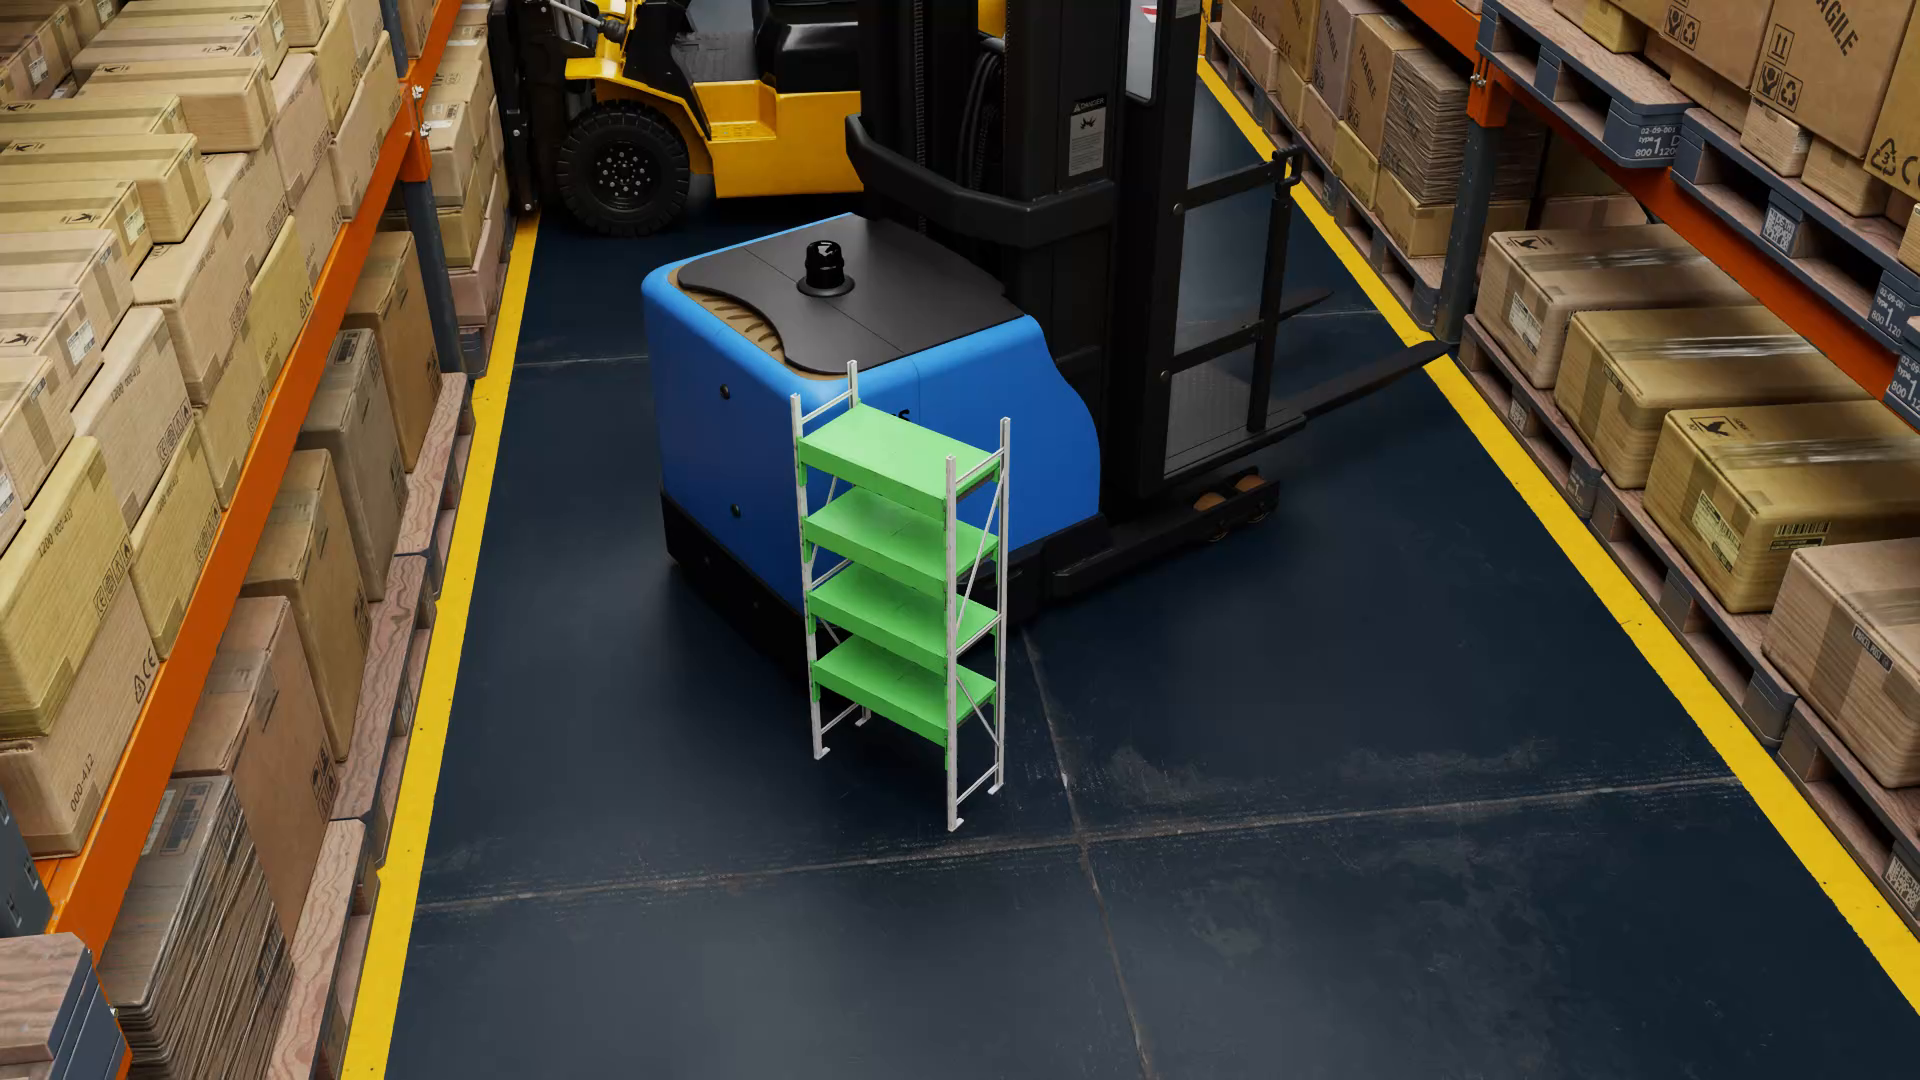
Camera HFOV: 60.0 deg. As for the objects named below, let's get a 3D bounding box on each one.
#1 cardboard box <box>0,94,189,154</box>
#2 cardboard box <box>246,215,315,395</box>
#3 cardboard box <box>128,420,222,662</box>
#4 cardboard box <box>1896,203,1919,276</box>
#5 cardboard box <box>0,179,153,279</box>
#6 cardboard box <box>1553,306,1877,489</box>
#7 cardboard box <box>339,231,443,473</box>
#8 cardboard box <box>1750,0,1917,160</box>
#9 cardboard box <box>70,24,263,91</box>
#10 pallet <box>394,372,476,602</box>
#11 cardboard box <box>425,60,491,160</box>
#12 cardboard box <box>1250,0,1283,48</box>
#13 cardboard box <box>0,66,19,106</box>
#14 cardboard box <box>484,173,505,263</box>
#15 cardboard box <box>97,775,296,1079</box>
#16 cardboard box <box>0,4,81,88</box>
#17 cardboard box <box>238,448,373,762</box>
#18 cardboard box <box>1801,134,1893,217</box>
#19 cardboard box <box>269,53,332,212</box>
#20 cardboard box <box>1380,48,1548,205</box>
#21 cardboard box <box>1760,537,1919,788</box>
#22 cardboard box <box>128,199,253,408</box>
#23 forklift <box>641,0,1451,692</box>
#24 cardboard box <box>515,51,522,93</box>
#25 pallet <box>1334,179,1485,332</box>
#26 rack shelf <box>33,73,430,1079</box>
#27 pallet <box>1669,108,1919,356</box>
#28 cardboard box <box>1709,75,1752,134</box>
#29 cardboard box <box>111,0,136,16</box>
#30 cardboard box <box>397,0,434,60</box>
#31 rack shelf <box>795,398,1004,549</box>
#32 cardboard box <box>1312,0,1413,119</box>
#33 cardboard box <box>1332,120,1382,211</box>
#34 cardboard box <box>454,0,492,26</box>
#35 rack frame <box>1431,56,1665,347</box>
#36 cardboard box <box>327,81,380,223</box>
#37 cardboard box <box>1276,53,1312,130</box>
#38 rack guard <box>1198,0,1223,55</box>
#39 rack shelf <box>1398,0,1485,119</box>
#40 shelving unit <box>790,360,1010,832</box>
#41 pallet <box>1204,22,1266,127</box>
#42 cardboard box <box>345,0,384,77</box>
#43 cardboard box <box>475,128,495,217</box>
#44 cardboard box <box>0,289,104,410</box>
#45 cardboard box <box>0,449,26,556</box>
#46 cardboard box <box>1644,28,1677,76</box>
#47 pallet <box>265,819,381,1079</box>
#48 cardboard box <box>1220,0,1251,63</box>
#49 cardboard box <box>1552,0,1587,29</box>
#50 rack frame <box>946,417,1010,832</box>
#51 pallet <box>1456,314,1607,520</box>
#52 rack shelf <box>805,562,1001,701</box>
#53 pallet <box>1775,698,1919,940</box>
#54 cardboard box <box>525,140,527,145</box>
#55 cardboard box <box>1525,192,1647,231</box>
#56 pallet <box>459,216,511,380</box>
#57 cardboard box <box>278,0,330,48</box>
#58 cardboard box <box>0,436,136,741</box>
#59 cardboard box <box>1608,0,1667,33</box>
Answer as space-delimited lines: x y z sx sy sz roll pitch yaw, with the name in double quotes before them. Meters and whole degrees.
"cardboard box" -1.949 -0.872 3.702 0.380 0.149 0.250 -4 35 -6
"cardboard box" -1.908 -0.567 4.052 0.500 0.250 0.500 -3 34 -5
"cardboard box" -1.763 0.009 3.206 0.500 0.250 0.500 -5 35 -7
"cardboard box" 2.495 -0.693 3.954 0.380 0.149 0.250 -4 34 -6
"cardboard box" -1.842 -0.588 3.285 0.380 0.149 0.250 -4 34 -6
"cardboard box" 2.670 -0.510 5.795 0.950 0.372 0.625 -2 34 -3
"cardboard box" -2.340 -0.640 5.761 0.875 0.625 0.625 -3 34 -4
"cardboard box" 2.477 -1.328 4.309 0.500 0.500 0.500 -6 35 -8
"cardboard box" -1.954 -1.162 4.127 0.380 0.149 0.250 -4 34 -6
"pallet" -2.283 -0.177 5.823 1.003 0.211 1.213 -4 35 -6
"cardboard box" -2.234 -1.768 6.862 0.500 0.250 0.500 -4 35 -6
"cardboard box" 1.872 -2.919 8.773 0.500 0.500 0.500 -6 35 -8
"cardboard box" -2.427 -0.980 3.860 0.380 0.149 0.250 -4 34 -6
"cardboard box" -2.242 -1.352 7.139 0.500 0.250 0.500 -5 35 -7
"cardboard box" -1.953 0.953 3.424 0.875 0.625 0.625 -3 34 -5
"cardboard box" -2.506 -1.260 4.270 0.380 0.149 0.250 -4 35 -6
"cardboard box" -2.140 0.213 4.509 0.875 0.625 0.625 -6 35 -8
"cardboard box" 2.471 -0.977 4.370 0.380 0.149 0.250 -5 35 -8
"cardboard box" -1.962 -1.055 4.324 0.500 0.250 0.500 -4 34 -5
"cardboard box" 2.152 -1.773 7.091 0.500 0.500 0.500 -5 35 -7
"cardboard box" 2.862 0.301 4.605 0.950 0.372 0.625 -5 35 -7
"cardboard box" -1.819 -0.489 3.494 0.500 0.250 0.500 -5 35 -8
"forklift" 0.499 -1.421 5.233 3.031 2.935 1.130 -23 40 -30
"cardboard box" -2.437 -2.399 8.231 0.500 0.250 0.500 -5 35 -7
"pallet" 2.372 -1.336 7.522 1.003 0.211 1.213 -4 35 -6
"rack shelf" -2.152 -0.324 4.201 1.077 0.370 4.000 -4 35 -6
"pallet" 2.728 -0.906 4.586 1.003 0.211 1.213 -4 35 -6
"cardboard box" 2.422 -1.276 4.809 0.380 0.149 0.250 -4 34 -6
"cardboard box" -2.569 -1.542 4.684 0.380 0.149 0.250 -4 35 -7
"cardboard box" -2.222 -2.046 6.001 0.500 0.500 0.500 -5 35 -8
"rack shelf" -0.150 -0.175 4.202 0.480 0.148 0.258 23 41 30
"cardboard box" 2.012 -2.341 7.925 0.500 0.500 0.500 -3 34 -4
"cardboard box" 2.070 -1.759 7.736 0.500 0.250 0.500 -5 35 -8
"cardboard box" -2.375 -2.338 7.699 0.500 0.250 0.500 -5 35 -7
"rack frame" 2.497 -2.116 6.191 1.000 3.000 0.127 -4 35 -6
"cardboard box" -2.021 -1.134 4.884 0.500 0.250 0.500 -5 35 -7
"cardboard box" 1.941 -2.325 8.567 0.500 0.250 0.500 -2 34 -3
"rack guard" 1.969 -3.273 10.108 1.175 0.500 0.348 -4 35 -6
"rack shelf" 2.228 -2.935 8.031 1.077 0.370 4.000 -4 35 -6
"shelving unit" -0.150 0.169 4.437 0.503 1.200 0.258 23 41 30
"pallet" 2.044 -2.697 9.520 1.003 0.211 1.213 -4 35 -6
"cardboard box" -2.102 -1.628 5.164 0.500 0.250 0.500 -5 35 -7
"cardboard box" -2.250 -1.556 6.994 0.500 0.250 0.500 -5 35 -7
"cardboard box" -1.731 -0.306 2.870 0.380 0.149 0.250 -3 34 -5
"cardboard box" -1.634 -0.015 2.444 0.380 0.149 0.250 -3 34 -5
"cardboard box" 2.397 -1.561 5.227 0.380 0.149 0.250 -2 34 -3
"pallet" -1.955 1.184 3.825 1.003 0.211 1.213 -4 35 -6
"cardboard box" 1.794 -2.914 9.431 0.500 0.250 0.500 -5 35 -7
"cardboard box" 2.258 -1.853 5.656 0.380 0.149 0.250 -4 34 -6
"rack frame" 0.044 0.252 4.315 0.015 1.200 0.240 23 41 30
"pallet" 2.603 -0.529 6.339 1.003 0.211 1.213 -4 35 -6
"rack shelf" -0.150 0.222 4.473 0.480 0.148 0.258 23 41 30
"pallet" 2.931 0.832 4.341 1.003 0.211 1.213 -4 35 -6
"cardboard box" -2.375 -1.923 7.976 0.500 0.250 0.500 -3 34 -5
"cardboard box" 2.685 -1.503 7.360 0.500 0.250 0.500 -6 35 -9
"pallet" -2.486 -1.032 7.077 1.003 0.211 1.213 -4 35 -6
"cardboard box" -1.955 -1.453 4.554 0.380 0.149 0.250 -5 35 -8
"cardboard box" -1.676 0.082 2.656 0.500 0.250 0.500 -4 35 -6
"cardboard box" 2.344 -1.891 5.135 0.500 0.500 0.500 -4 35 -6
